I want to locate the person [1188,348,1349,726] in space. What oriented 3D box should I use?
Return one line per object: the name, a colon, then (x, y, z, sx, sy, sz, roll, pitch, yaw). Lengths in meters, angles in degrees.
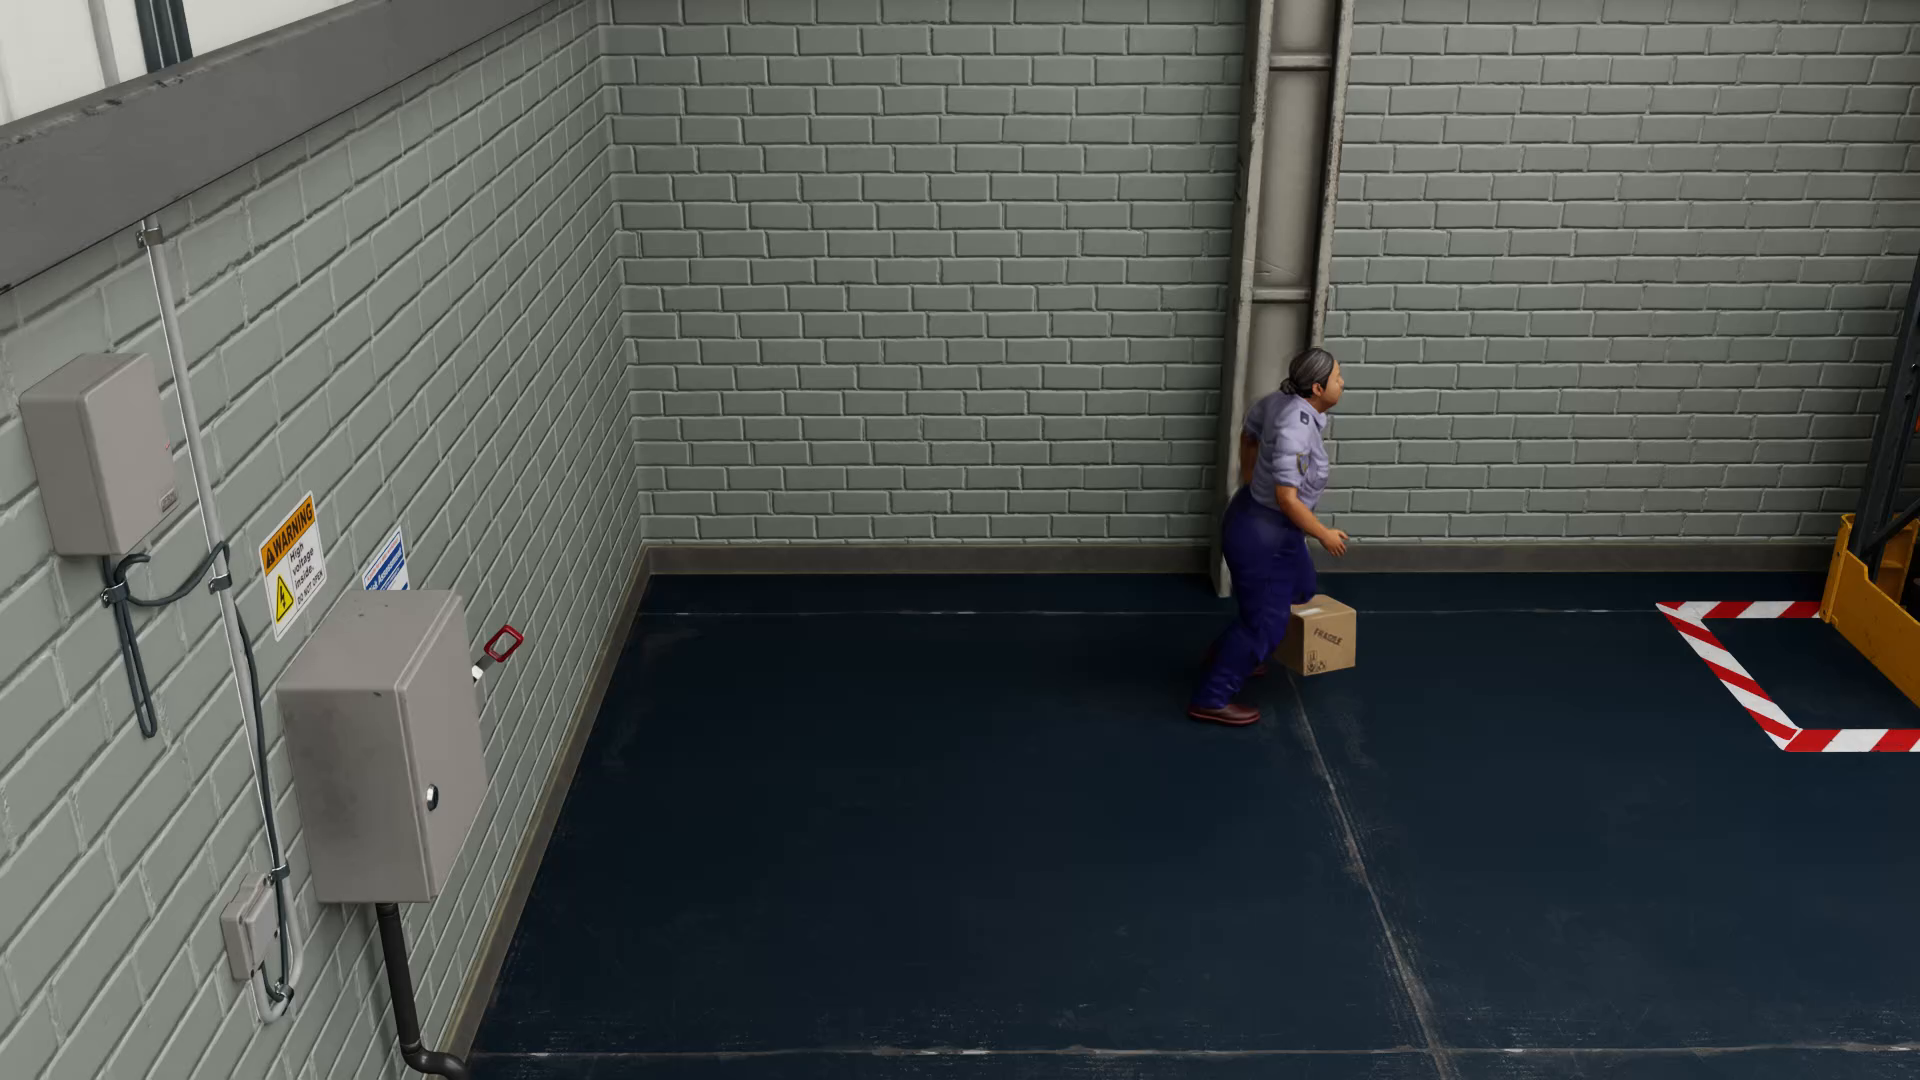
person: (1.254, -0.018, 6.757, 0.585, 1.571, 0.623, 2, 24, 4)
